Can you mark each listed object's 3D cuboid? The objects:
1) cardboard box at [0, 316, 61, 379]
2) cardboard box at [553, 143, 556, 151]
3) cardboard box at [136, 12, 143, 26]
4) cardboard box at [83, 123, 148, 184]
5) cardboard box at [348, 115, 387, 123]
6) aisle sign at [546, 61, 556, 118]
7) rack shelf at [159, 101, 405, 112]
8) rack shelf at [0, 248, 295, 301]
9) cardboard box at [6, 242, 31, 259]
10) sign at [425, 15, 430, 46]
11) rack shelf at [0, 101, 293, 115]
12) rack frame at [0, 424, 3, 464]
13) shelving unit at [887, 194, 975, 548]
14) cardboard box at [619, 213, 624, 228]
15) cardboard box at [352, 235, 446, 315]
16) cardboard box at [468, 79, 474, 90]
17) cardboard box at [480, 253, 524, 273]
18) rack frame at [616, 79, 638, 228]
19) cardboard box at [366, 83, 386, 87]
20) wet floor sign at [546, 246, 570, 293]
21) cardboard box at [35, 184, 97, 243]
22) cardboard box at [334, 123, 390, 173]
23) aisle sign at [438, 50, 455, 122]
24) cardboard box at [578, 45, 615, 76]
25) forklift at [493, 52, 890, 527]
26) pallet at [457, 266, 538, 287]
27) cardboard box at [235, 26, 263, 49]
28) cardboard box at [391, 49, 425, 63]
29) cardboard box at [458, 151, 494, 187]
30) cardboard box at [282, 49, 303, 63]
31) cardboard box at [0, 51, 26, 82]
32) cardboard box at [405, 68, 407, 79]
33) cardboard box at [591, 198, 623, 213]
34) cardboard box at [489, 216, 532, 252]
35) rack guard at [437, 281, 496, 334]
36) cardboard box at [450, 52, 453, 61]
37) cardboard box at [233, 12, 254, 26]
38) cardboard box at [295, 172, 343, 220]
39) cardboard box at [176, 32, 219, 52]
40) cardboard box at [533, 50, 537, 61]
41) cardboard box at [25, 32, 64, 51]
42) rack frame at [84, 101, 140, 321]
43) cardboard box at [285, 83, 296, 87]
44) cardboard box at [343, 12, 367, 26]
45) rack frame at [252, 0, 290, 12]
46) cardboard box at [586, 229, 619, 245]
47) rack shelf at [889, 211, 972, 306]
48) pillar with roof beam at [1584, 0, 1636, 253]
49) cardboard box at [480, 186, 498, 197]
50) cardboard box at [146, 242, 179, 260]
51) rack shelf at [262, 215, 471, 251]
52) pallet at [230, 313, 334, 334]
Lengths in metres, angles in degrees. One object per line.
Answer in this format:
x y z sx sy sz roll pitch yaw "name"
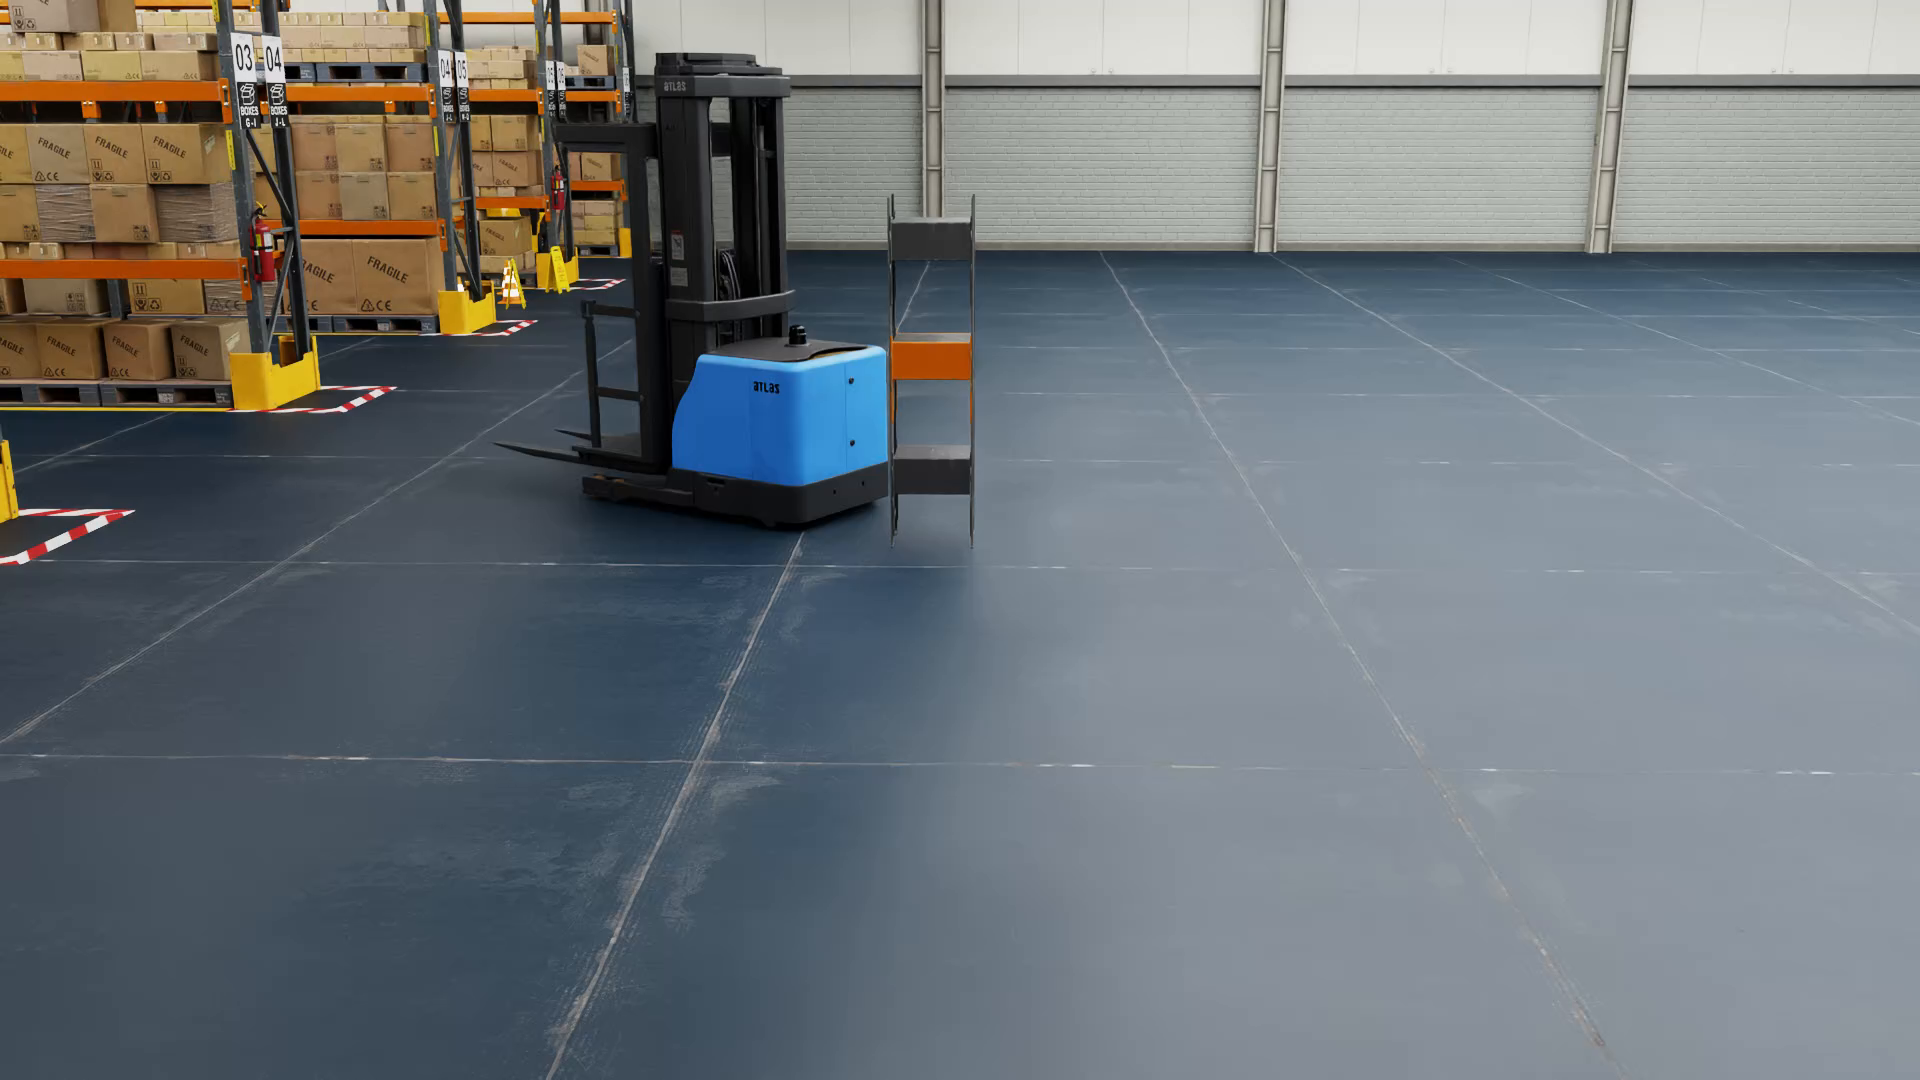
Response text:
-8.574 -1.768 15.238 0.500 0.500 0.500 -1 15 -4 "cardboard box"
-6.908 -6.848 28.949 0.250 0.149 0.380 0 15 1 "cardboard box"
-9.330 -5.912 18.898 0.250 0.149 0.380 0 15 1 "cardboard box"
-7.225 -3.364 14.472 0.500 0.500 0.500 0 15 1 "cardboard box"
-8.469 -5.898 24.076 0.500 0.500 0.700 0 15 0 "cardboard box"
-5.861 -6.456 23.835 0.004 0.787 0.394 0 15 1 "aisle sign"
-11.791 -7.681 29.103 4.000 0.370 1.077 0 15 1 "rack shelf"
-8.168 -2.411 15.010 4.000 0.370 1.077 0 15 1 "rack shelf"
-8.210 -2.576 14.717 0.250 0.149 0.380 0 15 1 "cardboard box"
-5.969 -5.712 18.651 0.005 0.325 0.100 0 15 1 "sign"
-11.914 -6.415 24.305 4.000 0.370 1.077 0 15 1 "rack shelf"
-6.296 -1.483 10.082 0.127 3.000 1.000 0 15 1 "rack frame"
-0.165 -1.016 10.076 0.503 2.100 0.431 0 15 1 "shelving unit"
-6.258 -5.711 29.692 0.500 0.250 0.500 1 15 2 "cardboard box"
-6.621 -3.174 19.831 0.875 0.875 0.875 0 15 2 "cardboard box"
-7.046 -6.556 23.920 0.250 0.149 0.380 0 15 2 "cardboard box"
-6.755 -4.084 24.506 0.500 0.250 0.500 0 15 1 "cardboard box"
-5.793 -6.539 29.246 0.127 3.000 1.000 0 15 1 "rack frame"
-8.323 -6.533 23.835 0.250 0.149 0.380 0 15 0 "cardboard box"
-5.753 -3.861 23.709 0.232 0.644 0.267 6 16 21 "wet floor sign"
-7.720 -2.936 14.809 0.500 0.500 0.875 0 15 1 "cardboard box"
-6.864 -4.597 19.475 0.550 0.550 0.875 0 15 1 "cardboard box"
-5.878 -5.191 19.038 0.004 0.787 0.394 0 15 1 "aisle sign"
-6.242 -8.230 28.560 0.500 0.500 0.500 1 15 3 "cardboard box"
-1.977 -1.767 11.291 3.031 2.935 1.130 10 18 33 "forklift"
-6.803 -3.940 24.860 1.213 0.211 1.003 0 15 1 "pallet"
-7.944 -5.726 18.974 0.500 0.250 0.500 1 15 2 "cardboard box"
-6.282 -5.507 18.925 0.250 0.149 0.380 0 15 1 "cardboard box"
-6.966 -5.403 24.161 0.500 0.500 0.500 0 15 2 "cardboard box"
-7.553 -5.515 18.956 0.250 0.149 0.380 0 15 2 "cardboard box"
-8.172 -4.072 14.310 0.500 0.250 0.500 0 15 0 "cardboard box"
-7.961 -6.738 23.831 0.500 0.250 0.500 1 15 2 "cardboard box"
-6.269 -5.948 29.611 0.500 0.250 0.500 0 15 1 "cardboard box"
-6.739 -4.585 24.937 0.500 0.500 0.500 0 15 0 "cardboard box"
-5.917 -2.802 19.979 0.348 0.500 1.175 0 15 1 "rack guard"
-7.271 -6.942 23.820 0.250 0.149 0.380 0 15 1 "cardboard box"
-8.064 -5.903 18.866 0.250 0.149 0.380 0 15 1 "cardboard box"
-7.421 -4.108 19.735 0.550 0.550 0.875 0 15 1 "cardboard box"
-6.455 -4.239 14.160 0.250 0.149 0.380 0 15 1 "cardboard box"
-6.266 -7.042 24.202 0.250 0.149 0.380 0 15 1 "cardboard box"
-7.755 -4.249 14.199 0.250 0.149 0.380 0 15 -1 "cardboard box"
-9.940 -4.037 19.760 0.127 3.000 1.000 0 15 1 "rack frame"
-9.606 -6.563 23.949 0.250 0.149 0.380 0 15 1 "cardboard box"
-6.793 -5.896 18.836 0.250 0.149 0.380 1 15 2 "cardboard box"
-9.915 -8.200 23.782 0.127 3.000 1.000 0 15 1 "rack frame"
-6.271 -5.335 29.249 0.500 0.250 0.500 0 15 2 "cardboard box"
-0.165 -1.680 9.901 0.480 0.518 0.431 0 15 1 "rack shelf"
11.418 -8.459 24.763 0.400 9.000 9.100 0 15 1 "pillar with roof beam"
-6.807 -5.080 24.209 0.250 0.149 0.380 0 15 0 "cardboard box"
-6.960 -2.564 14.672 0.250 0.149 0.380 0 15 1 "cardboard box"
-7.941 -3.676 19.802 4.000 0.370 1.077 0 15 1 "rack shelf"
-7.959 -2.656 19.994 1.213 0.211 1.003 0 15 1 "pallet"
